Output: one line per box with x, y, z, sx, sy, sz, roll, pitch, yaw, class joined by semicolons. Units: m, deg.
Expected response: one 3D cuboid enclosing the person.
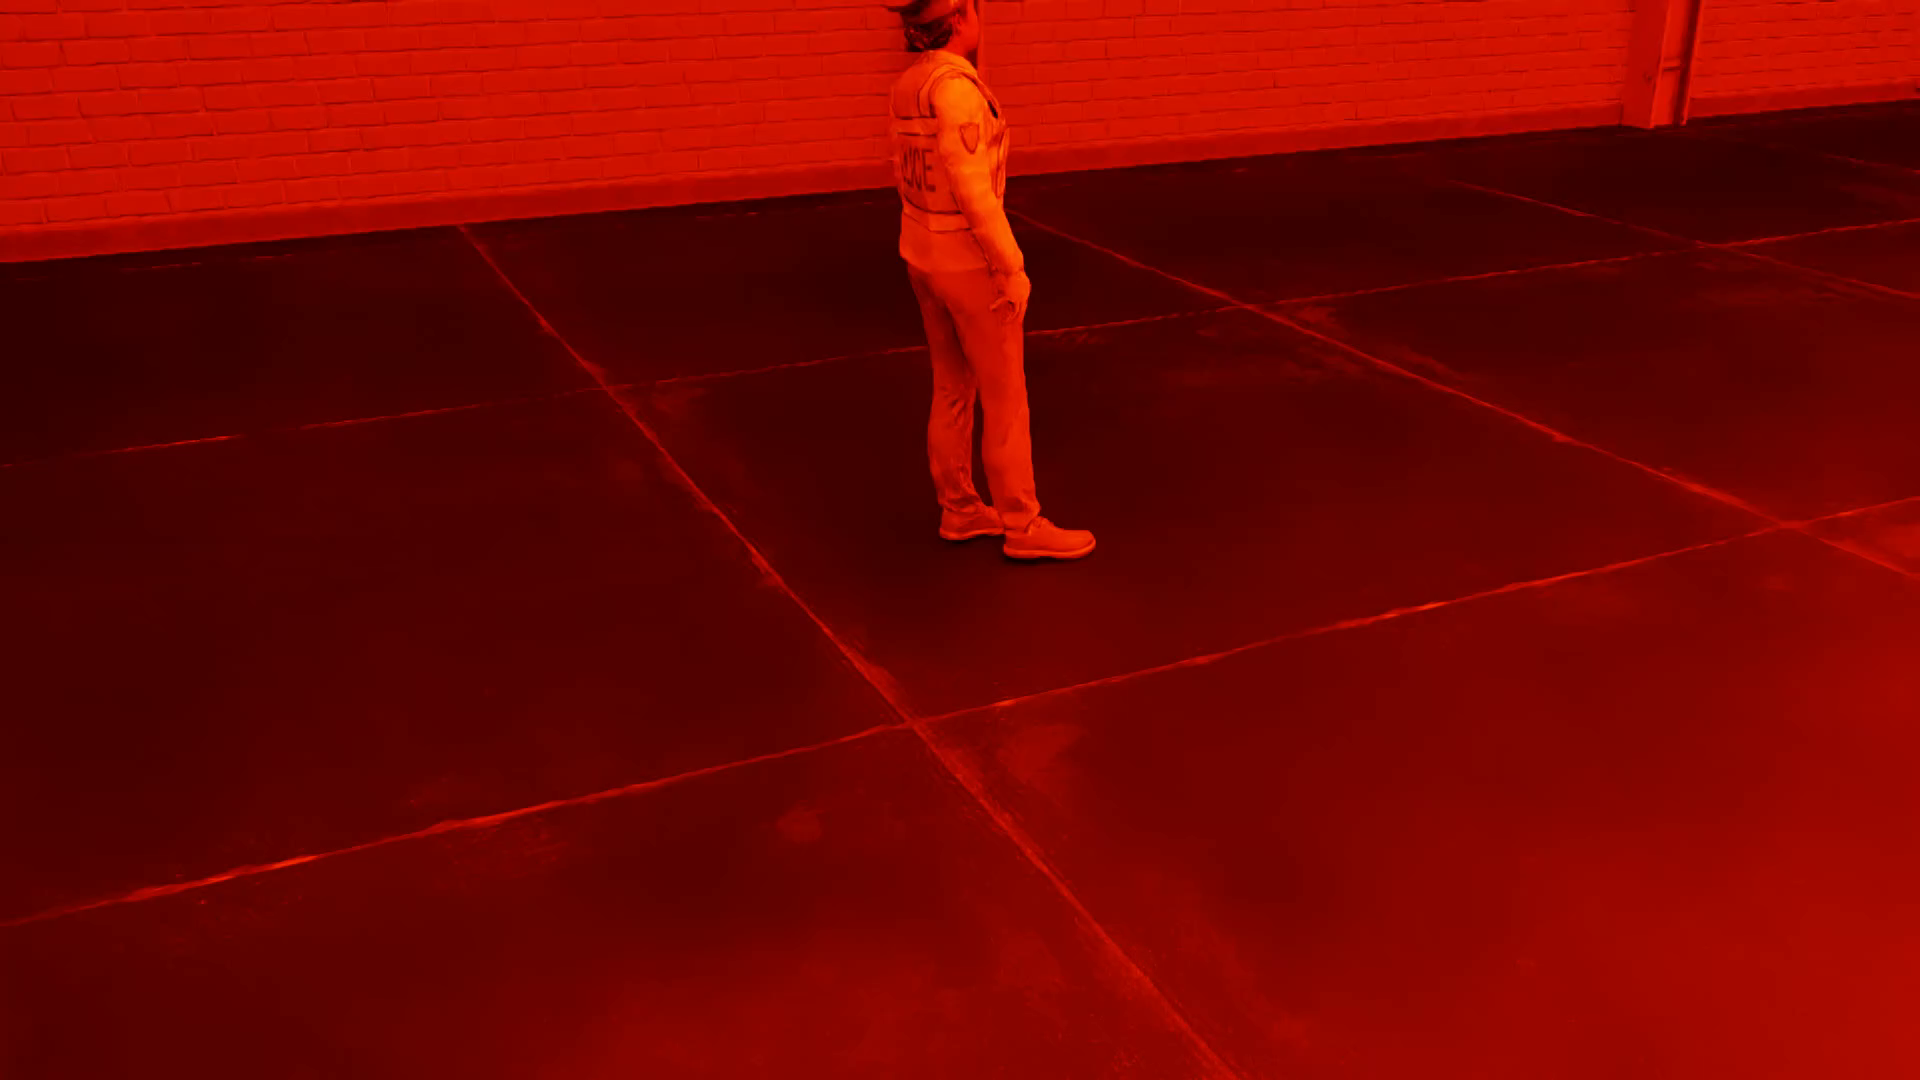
0.064;-0.798;4.799;0.533;1.695;0.586;-10;25;-23;person
